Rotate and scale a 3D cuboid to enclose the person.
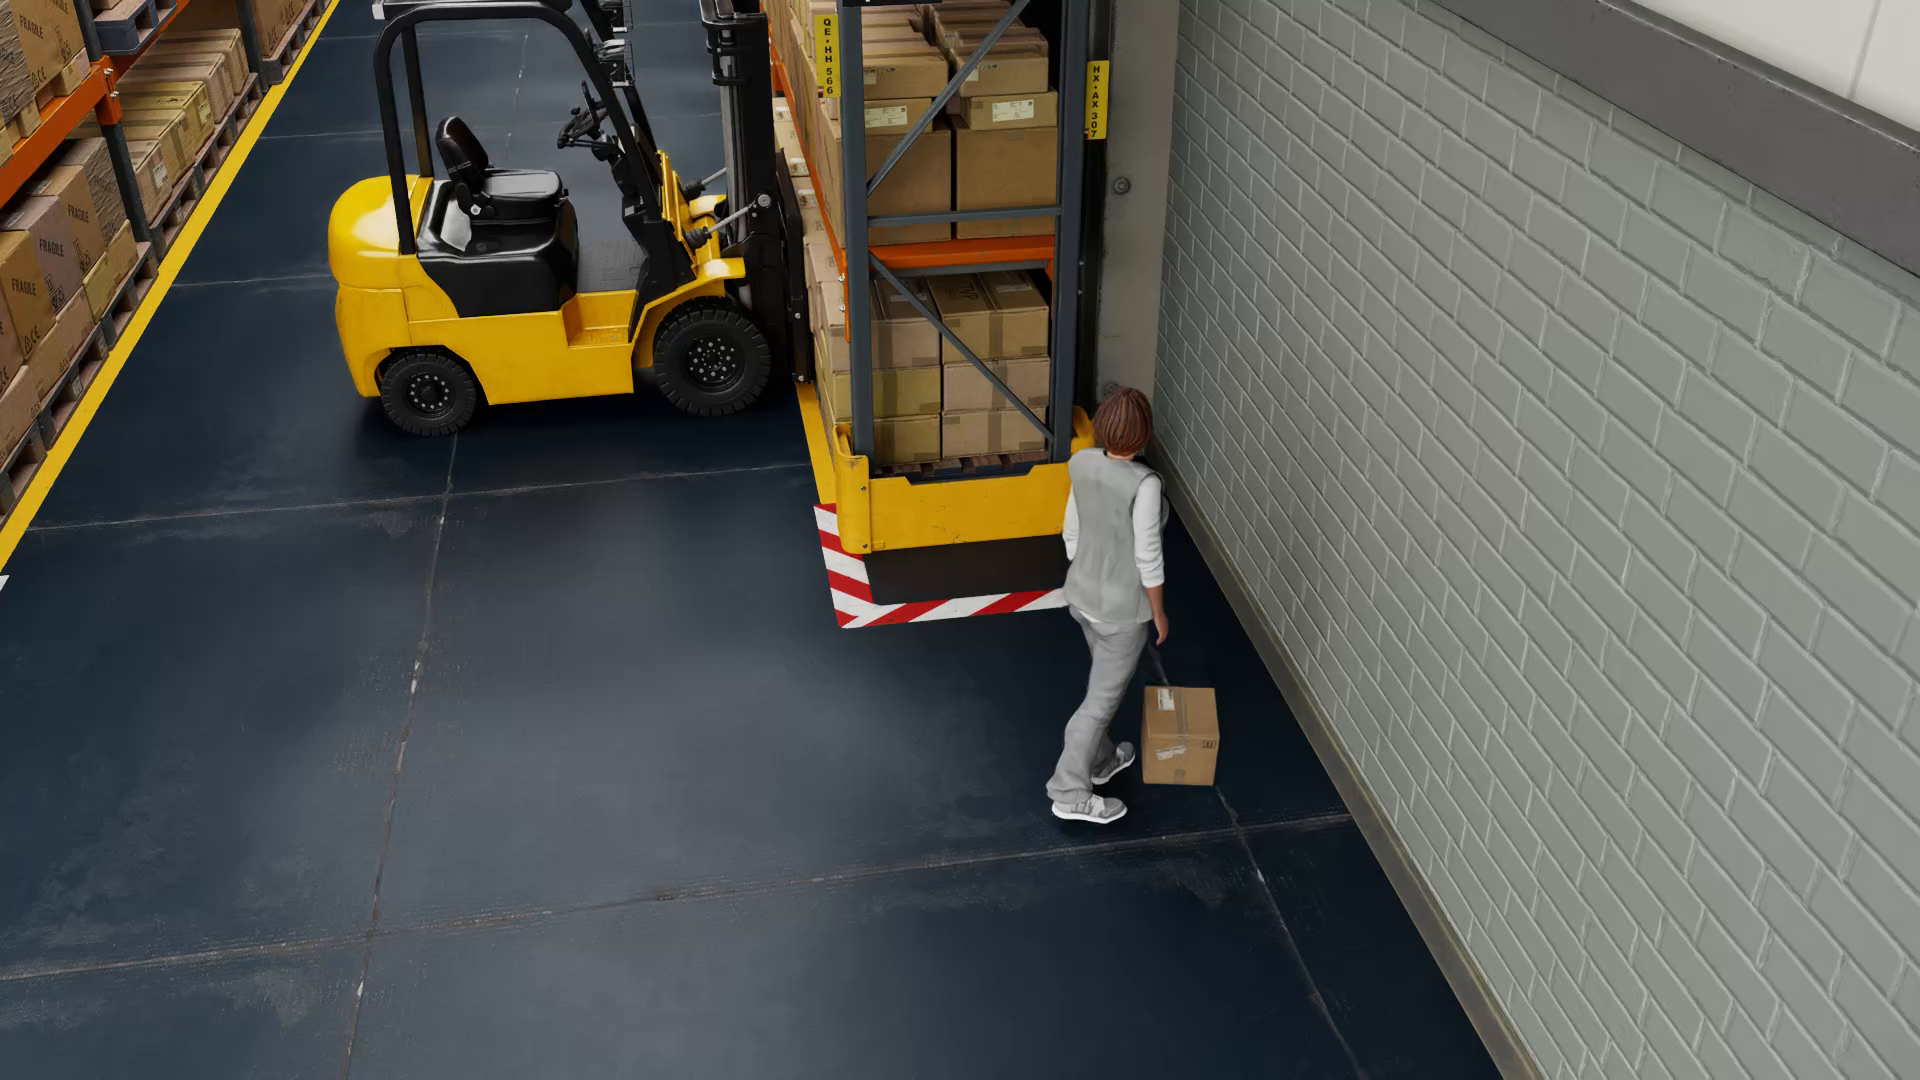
[{"bbox_3d":[0.492,0.235,5.756,0.506,1.587,0.452,-22,37,-32],"label":"person"}]
